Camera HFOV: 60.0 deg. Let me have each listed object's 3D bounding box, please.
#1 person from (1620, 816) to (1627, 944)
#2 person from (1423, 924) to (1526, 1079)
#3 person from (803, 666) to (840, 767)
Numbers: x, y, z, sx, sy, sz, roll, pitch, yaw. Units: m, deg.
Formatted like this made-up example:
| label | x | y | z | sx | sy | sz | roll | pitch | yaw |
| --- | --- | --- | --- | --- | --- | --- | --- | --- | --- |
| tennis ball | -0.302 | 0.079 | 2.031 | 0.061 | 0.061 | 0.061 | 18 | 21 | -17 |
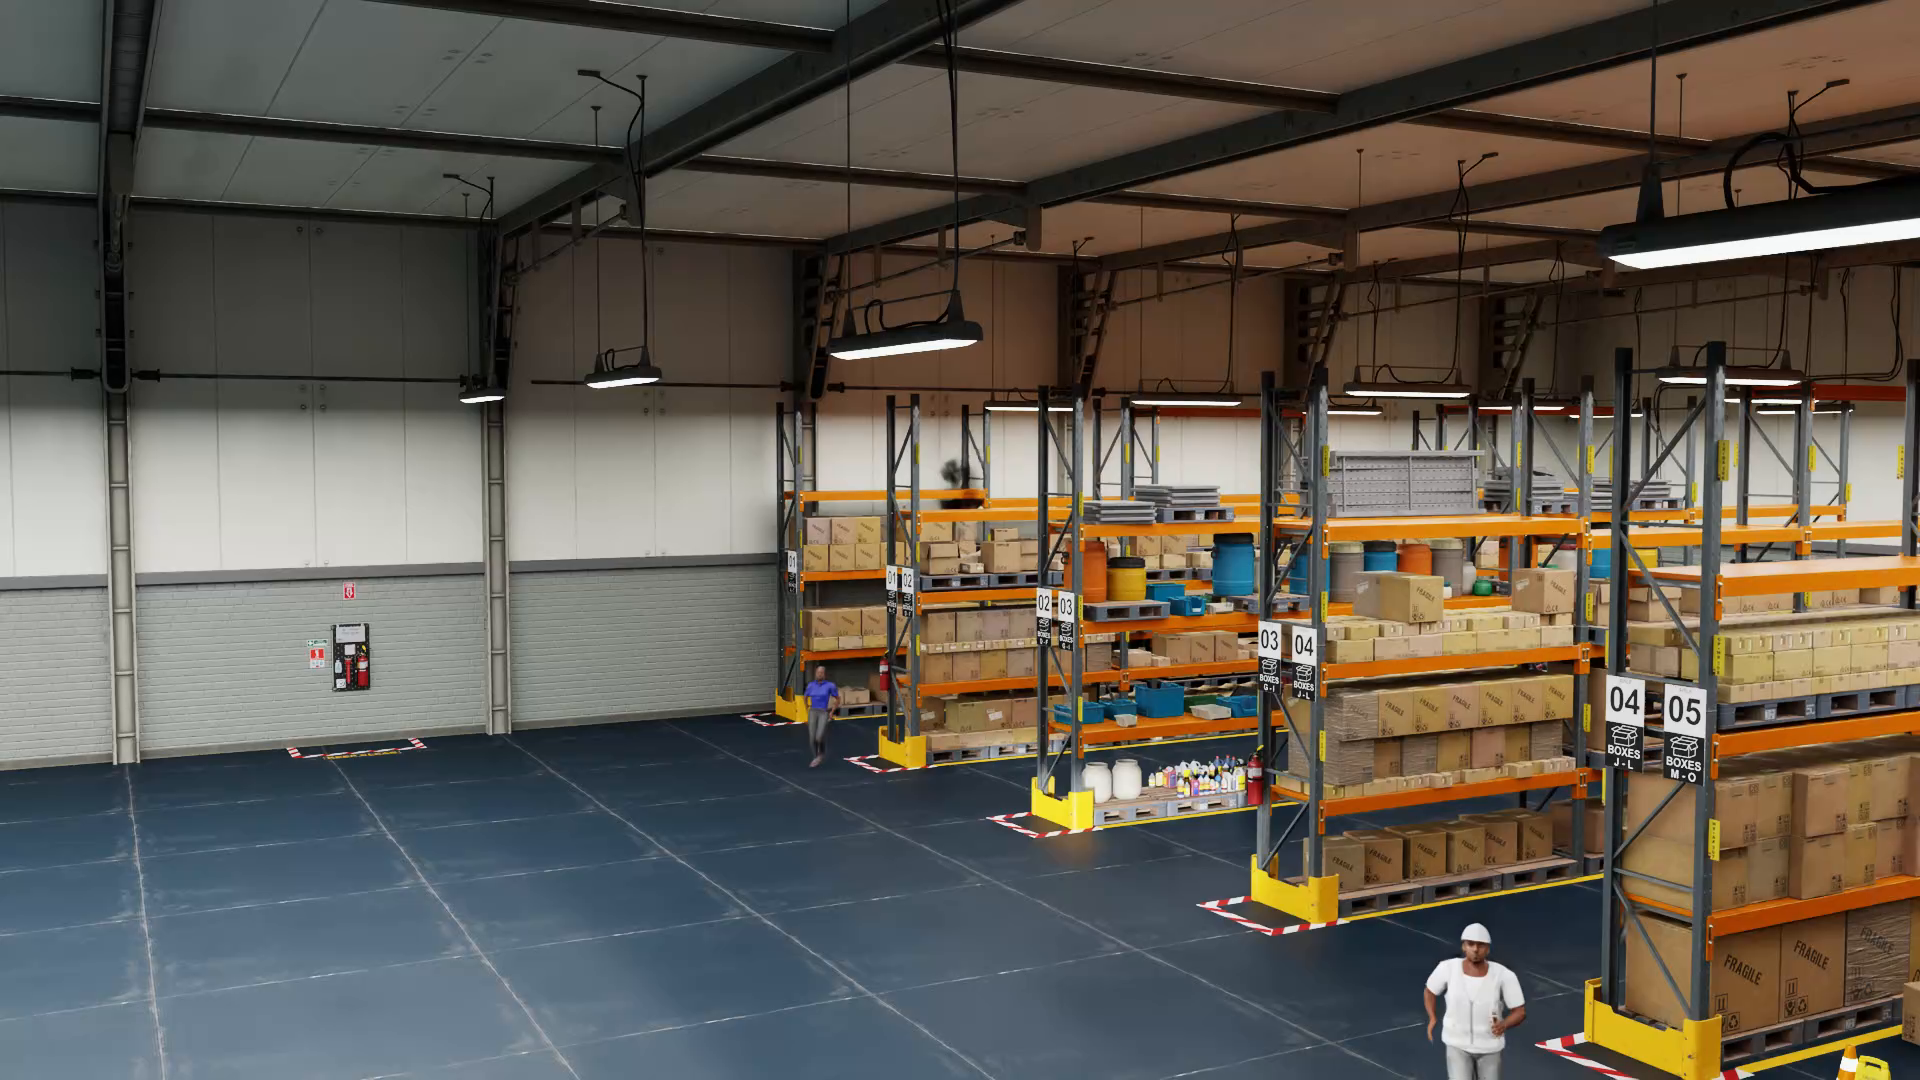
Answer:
| label | x | y | z | sx | sy | sz | roll | pitch | yaw |
| --- | --- | --- | --- | --- | --- | --- | --- | --- | --- |
| person | 7.083 | 3.347 | 17.281 | 0.725 | 1.742 | 0.543 | -3 | 4 | -42 |
| person | 3.685 | 3.618 | 11.941 | 0.714 | 1.741 | 0.862 | 1 | 3 | 19 |
| person | -2.263 | 2.845 | 26.706 | 0.597 | 1.624 | 0.536 | 1 | 3 | 12 |
